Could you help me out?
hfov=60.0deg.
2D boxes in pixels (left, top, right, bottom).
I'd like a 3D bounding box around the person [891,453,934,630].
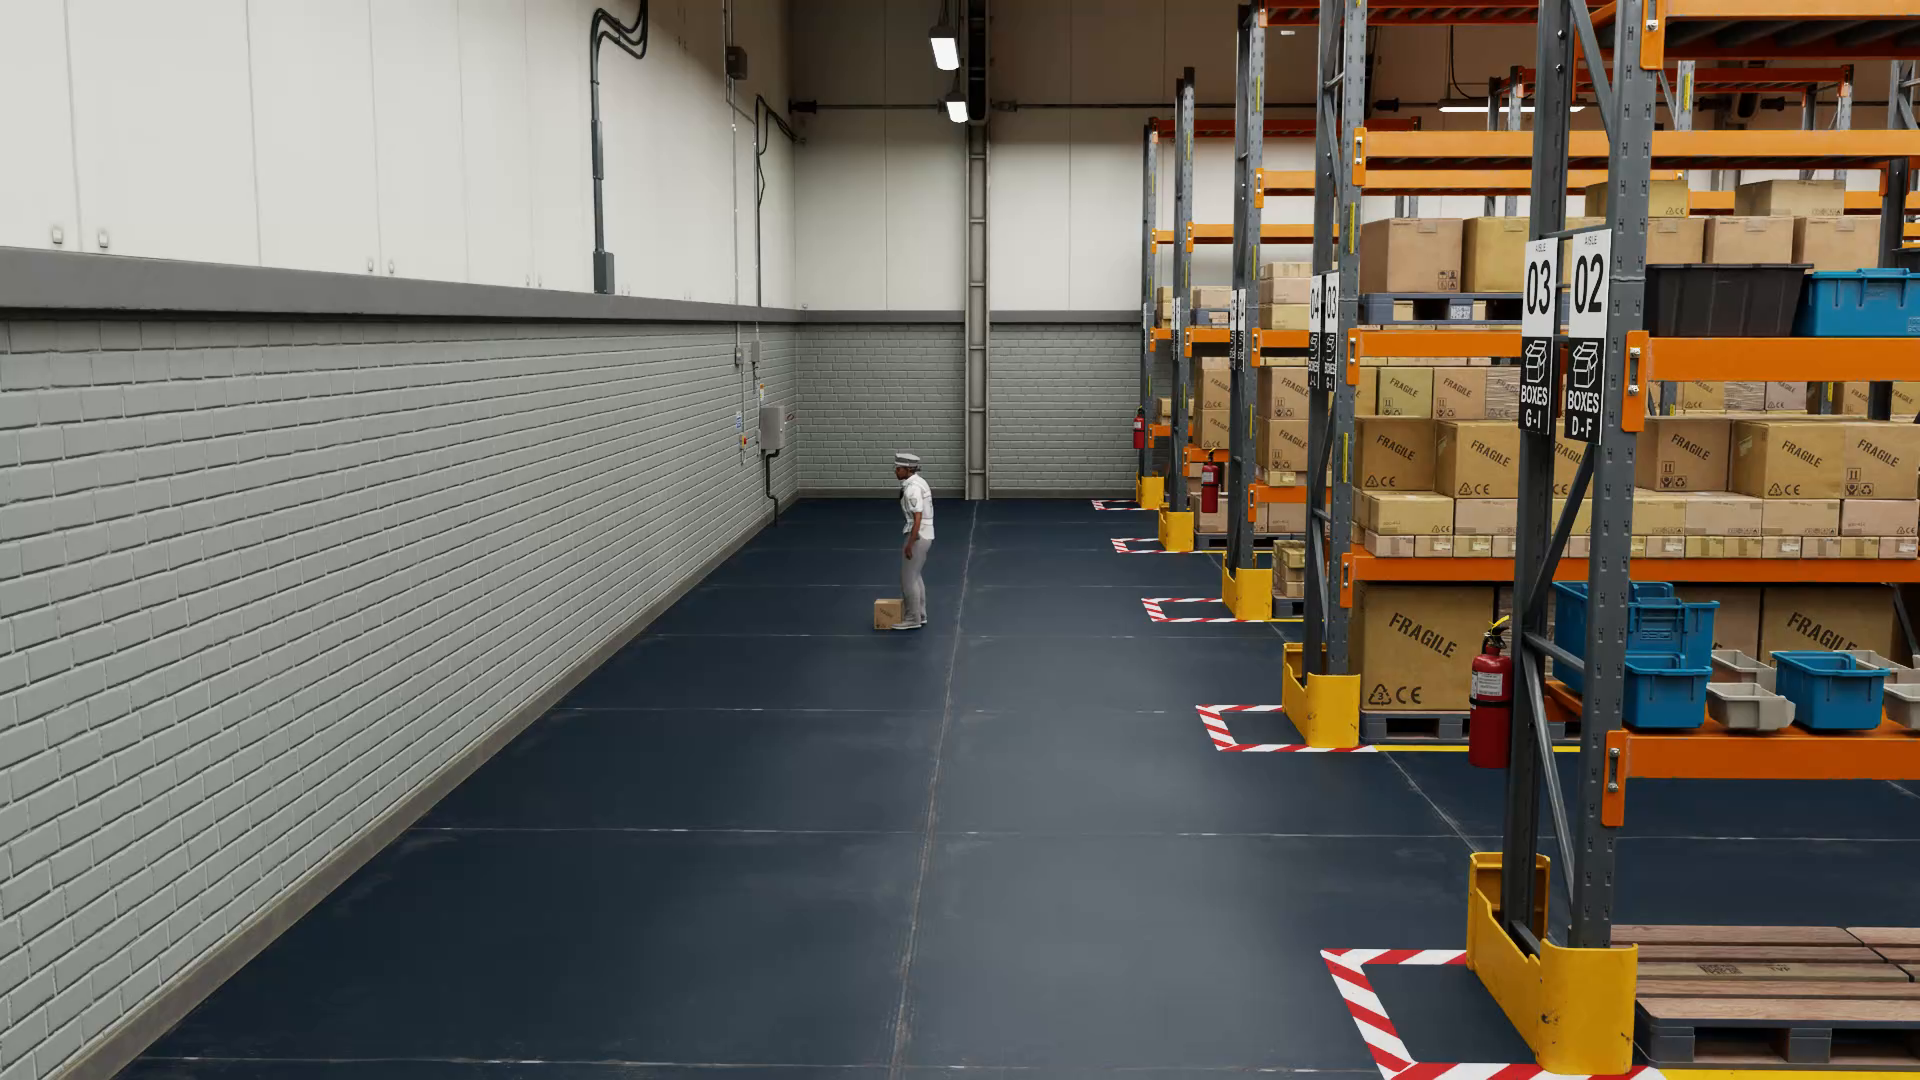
[{"bbox_3d":[-0.454,0.007,15.721,0.419,1.661,0.529,0,7,-1],"label":"person"}]
